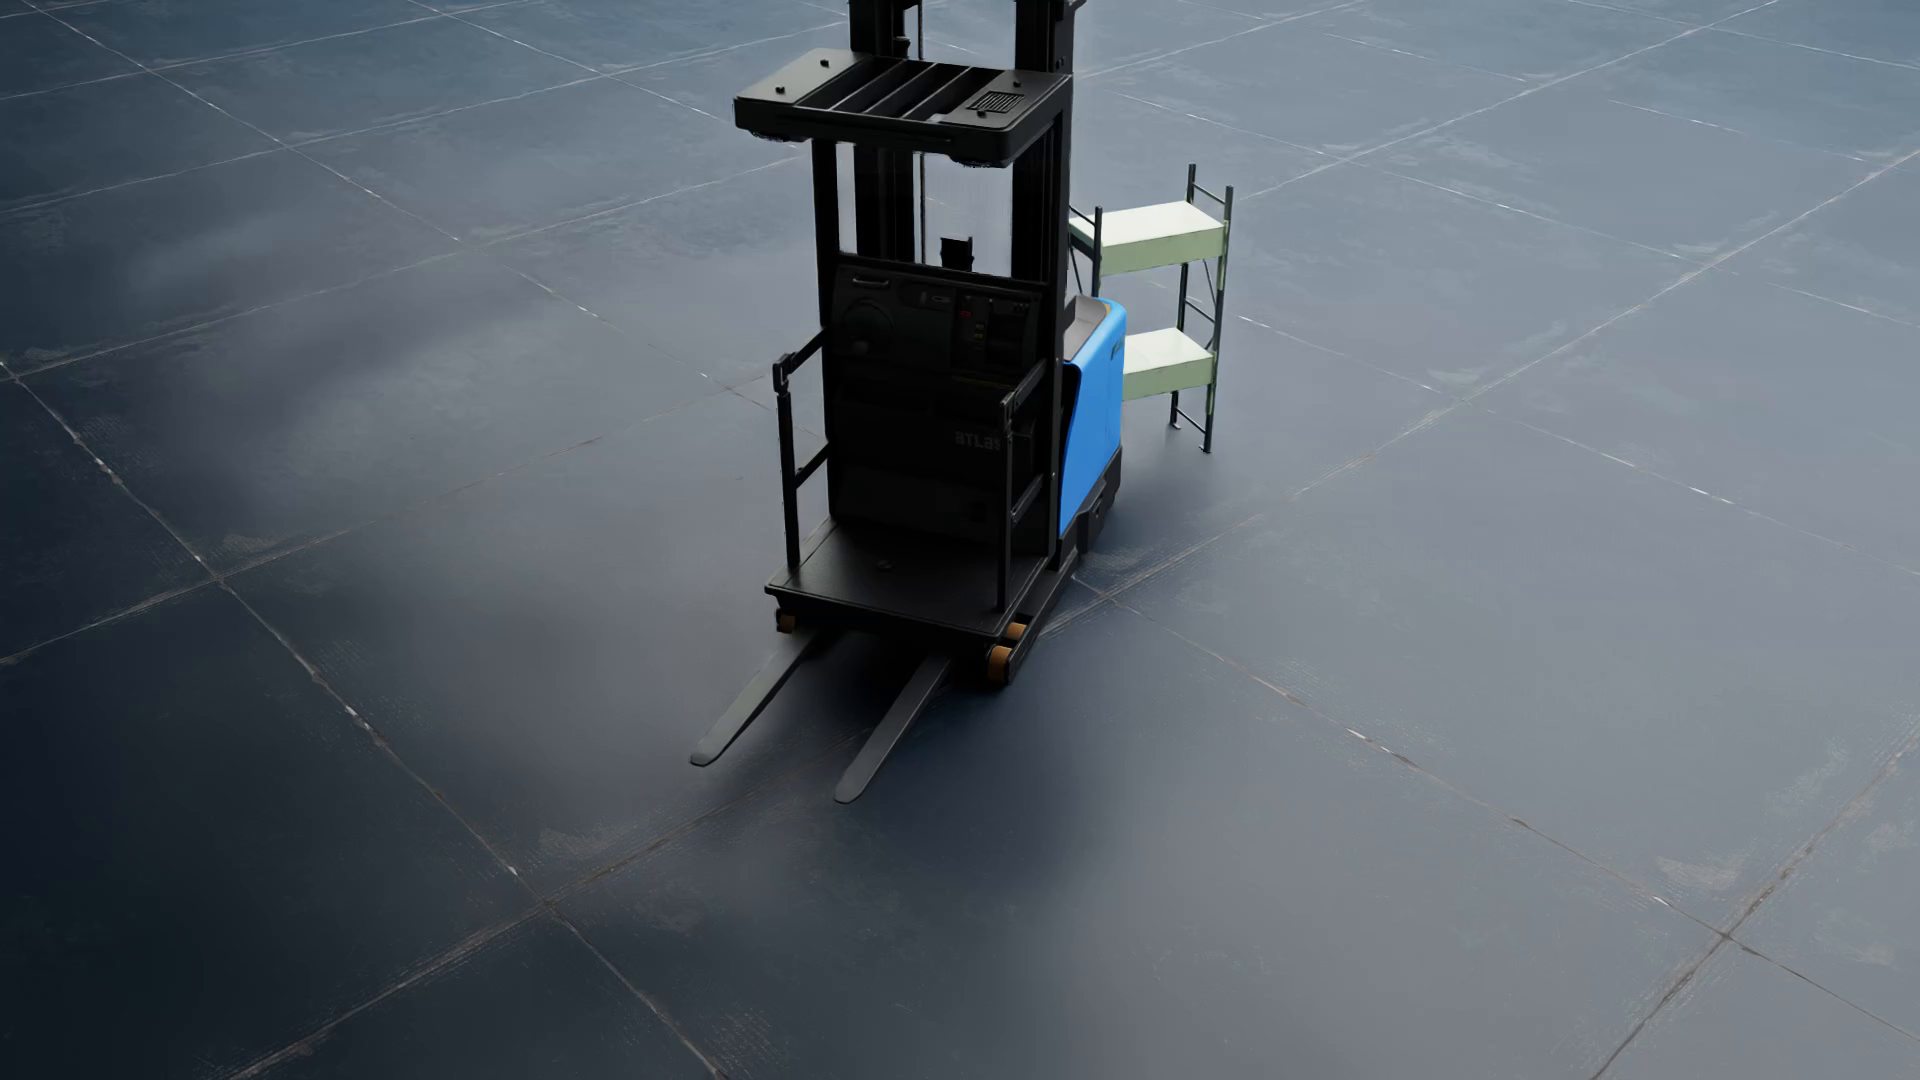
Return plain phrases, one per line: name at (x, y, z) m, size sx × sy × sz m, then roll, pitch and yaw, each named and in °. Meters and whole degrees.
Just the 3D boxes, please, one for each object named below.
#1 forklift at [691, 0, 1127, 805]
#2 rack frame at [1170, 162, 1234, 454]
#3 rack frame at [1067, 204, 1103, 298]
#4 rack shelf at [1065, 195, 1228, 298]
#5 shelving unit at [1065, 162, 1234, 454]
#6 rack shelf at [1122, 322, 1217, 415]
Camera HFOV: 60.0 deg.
forklift at (-0.182, -0.873, 6.868) m, size 1.130 × 2.935 × 3.031 m, roll 11°, pitch 33°, yaw 18°
rack frame at (1.267, -1.205, 8.783) m, size 0.023 × 1.500 × 0.400 m, roll -13°, pitch 34°, yaw -20°
rack frame at (0.596, -1.053, 8.534) m, size 0.023 × 1.500 × 0.400 m, roll -13°, pitch 34°, yaw -20°
rack shelf at (0.932, -1.462, 8.455) m, size 0.720 × 0.370 × 0.431 m, roll -13°, pitch 34°, yaw -20°
shelving unit at (0.932, -1.129, 8.658) m, size 0.755 × 1.500 × 0.431 m, roll -13°, pitch 34°, yaw -20°
rack shelf at (0.932, -0.851, 8.829) m, size 0.720 × 0.370 × 0.431 m, roll -13°, pitch 34°, yaw -20°
